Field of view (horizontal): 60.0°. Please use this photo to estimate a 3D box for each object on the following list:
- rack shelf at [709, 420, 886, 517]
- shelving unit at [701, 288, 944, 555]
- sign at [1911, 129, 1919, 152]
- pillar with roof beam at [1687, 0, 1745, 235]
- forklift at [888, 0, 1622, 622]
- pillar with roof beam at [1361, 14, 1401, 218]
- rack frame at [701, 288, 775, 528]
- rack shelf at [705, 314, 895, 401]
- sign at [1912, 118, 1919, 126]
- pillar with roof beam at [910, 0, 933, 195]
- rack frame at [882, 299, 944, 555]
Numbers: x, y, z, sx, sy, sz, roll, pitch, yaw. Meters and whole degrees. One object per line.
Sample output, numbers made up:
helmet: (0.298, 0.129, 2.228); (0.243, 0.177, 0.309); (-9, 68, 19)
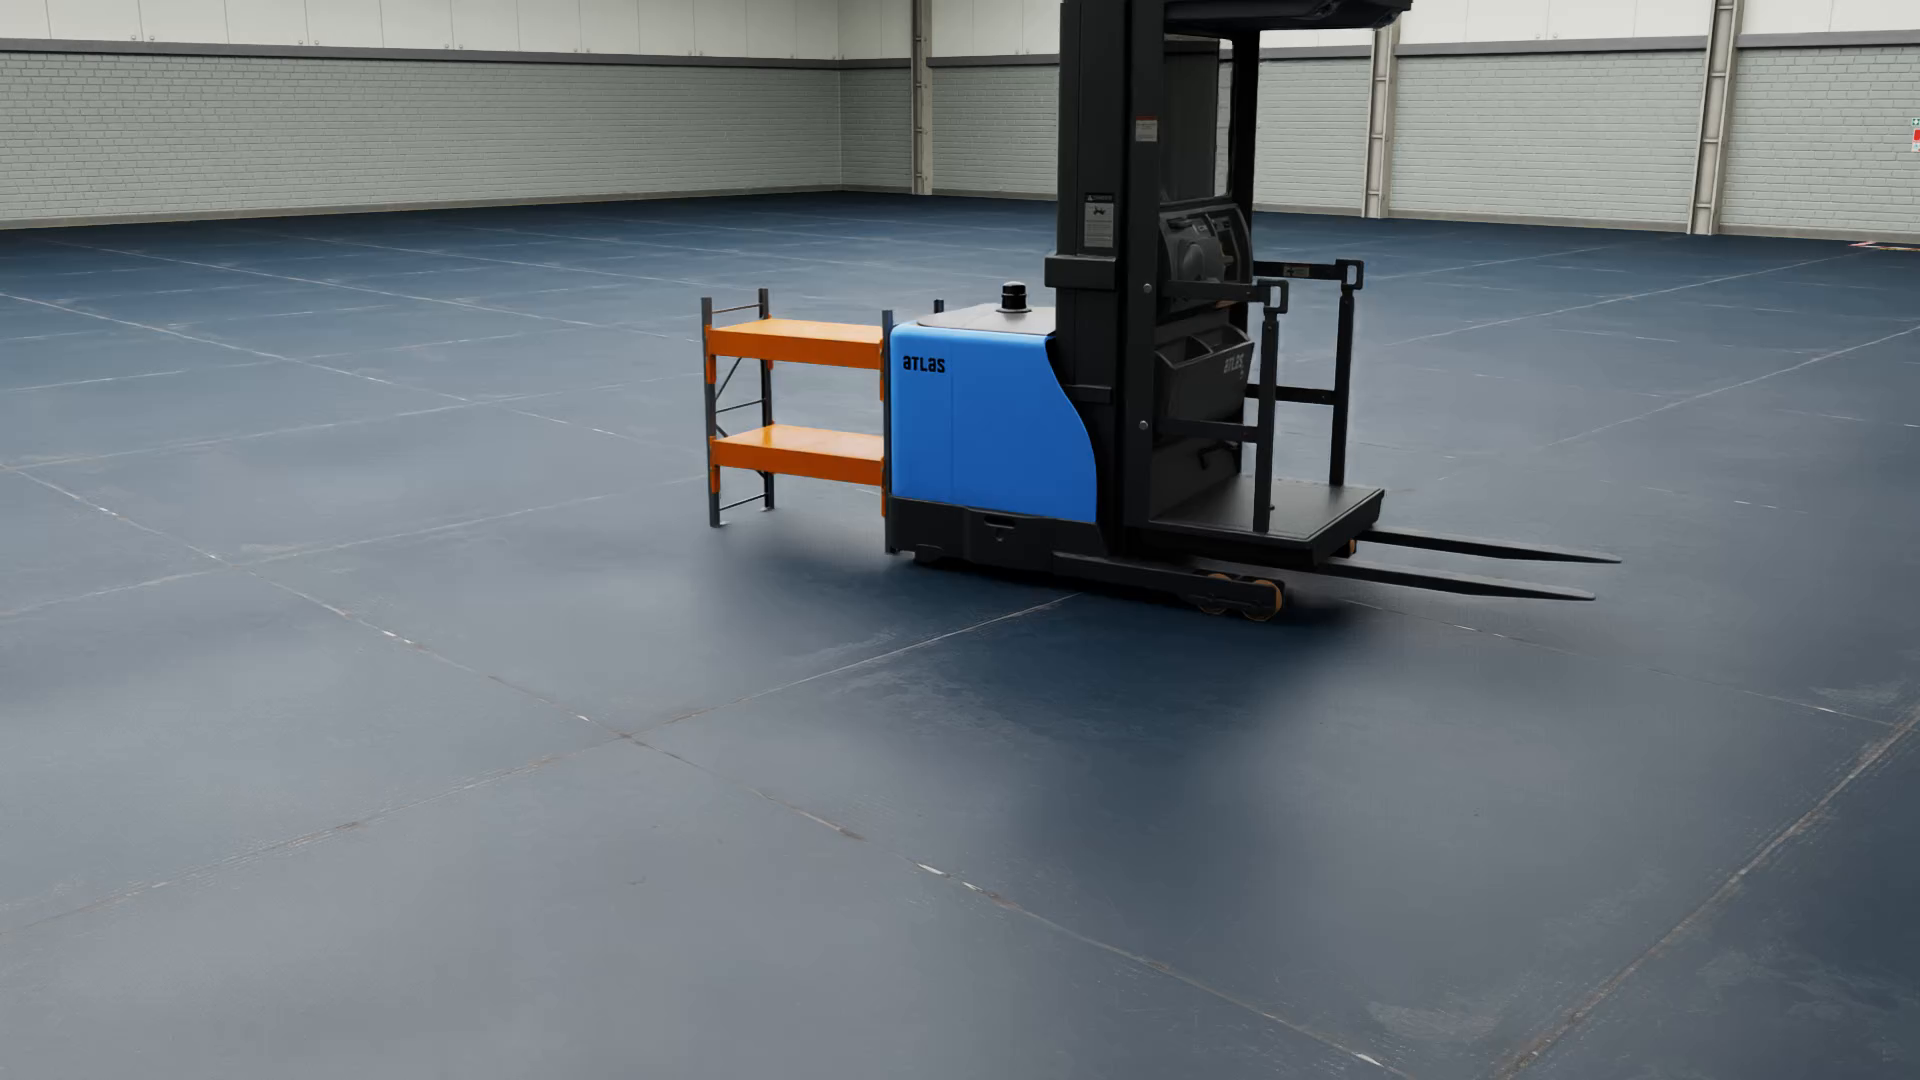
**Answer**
rack shelf: (-0.652, -0.360, 8.053); (1.000, 0.278, 0.538); (8, 17, 29)
shelving unit: (-0.652, -0.597, 7.991); (1.048, 1.125, 0.538); (8, 17, 29)
sign: (14.309, -5.950, 24.747); (0.234, 0.329, 0.001); (14, 20, 42)
pillar with roof beam: (9.081, -8.549, 22.896); (0.400, 9.000, 9.100); (14, 20, 42)
forklift: (1.214, -1.244, 6.893); (3.031, 2.935, 1.130); (8, 17, 29)
pillar with roof beam: (4.762, -9.599, 26.926); (0.400, 9.000, 9.100); (14, 20, 42)
rack frame: (-1.094, -0.660, 8.235); (0.032, 1.125, 0.500); (8, 17, 29)
rack shelf: (-0.652, -0.880, 7.917); (1.000, 0.278, 0.538); (8, 17, 29)
sign: (14.306, -6.204, 24.671); (0.331, 0.109, 0.001); (14, 20, 42)
pillar with roof beam: (-3.877, -11.700, 34.987); (0.400, 9.000, 9.100); (14, 20, 42)
rack frame: (-0.210, -0.533, 7.747); (0.032, 1.125, 0.500); (8, 17, 29)
